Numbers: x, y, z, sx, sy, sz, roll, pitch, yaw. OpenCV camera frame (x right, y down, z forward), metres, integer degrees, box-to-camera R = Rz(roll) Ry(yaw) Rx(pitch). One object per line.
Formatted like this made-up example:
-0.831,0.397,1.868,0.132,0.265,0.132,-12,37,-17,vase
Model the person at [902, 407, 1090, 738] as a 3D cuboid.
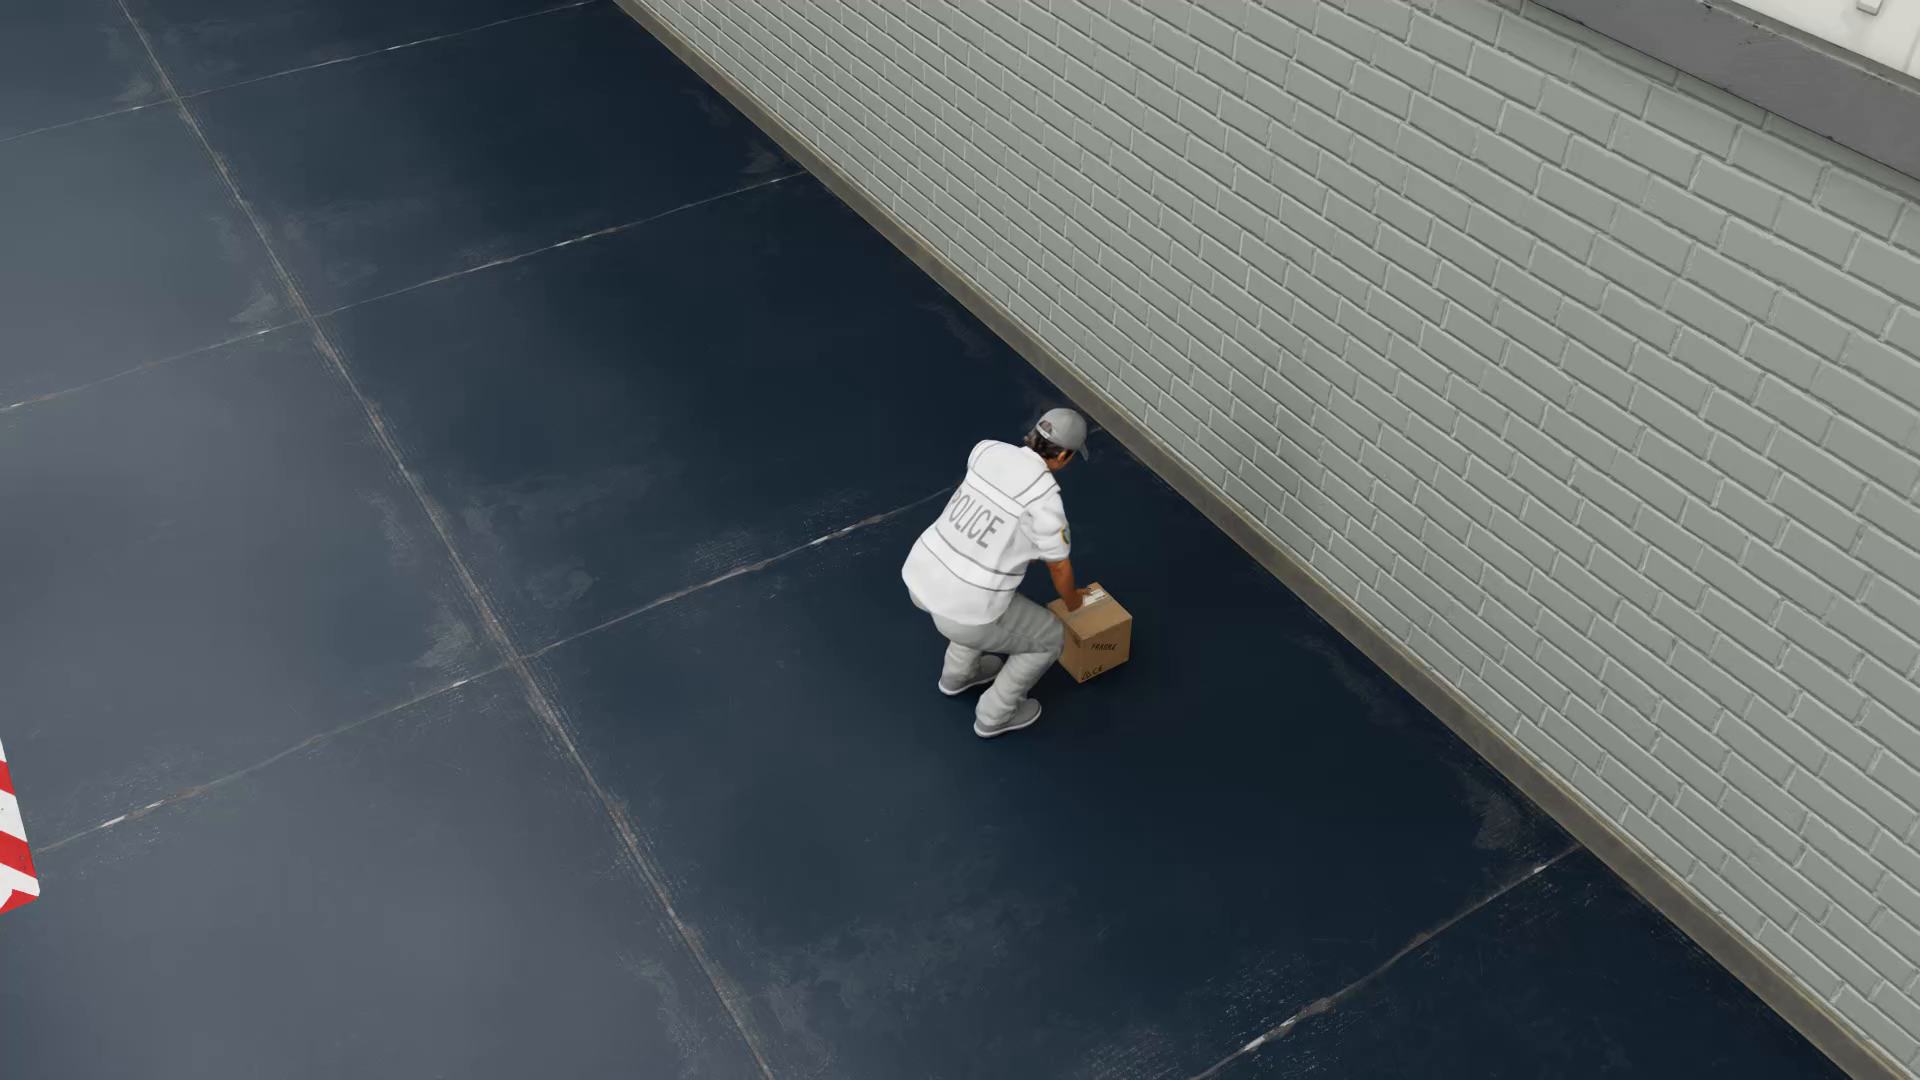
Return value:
0.151,0.120,6.308,0.774,1.294,0.536,-23,46,-24,person
